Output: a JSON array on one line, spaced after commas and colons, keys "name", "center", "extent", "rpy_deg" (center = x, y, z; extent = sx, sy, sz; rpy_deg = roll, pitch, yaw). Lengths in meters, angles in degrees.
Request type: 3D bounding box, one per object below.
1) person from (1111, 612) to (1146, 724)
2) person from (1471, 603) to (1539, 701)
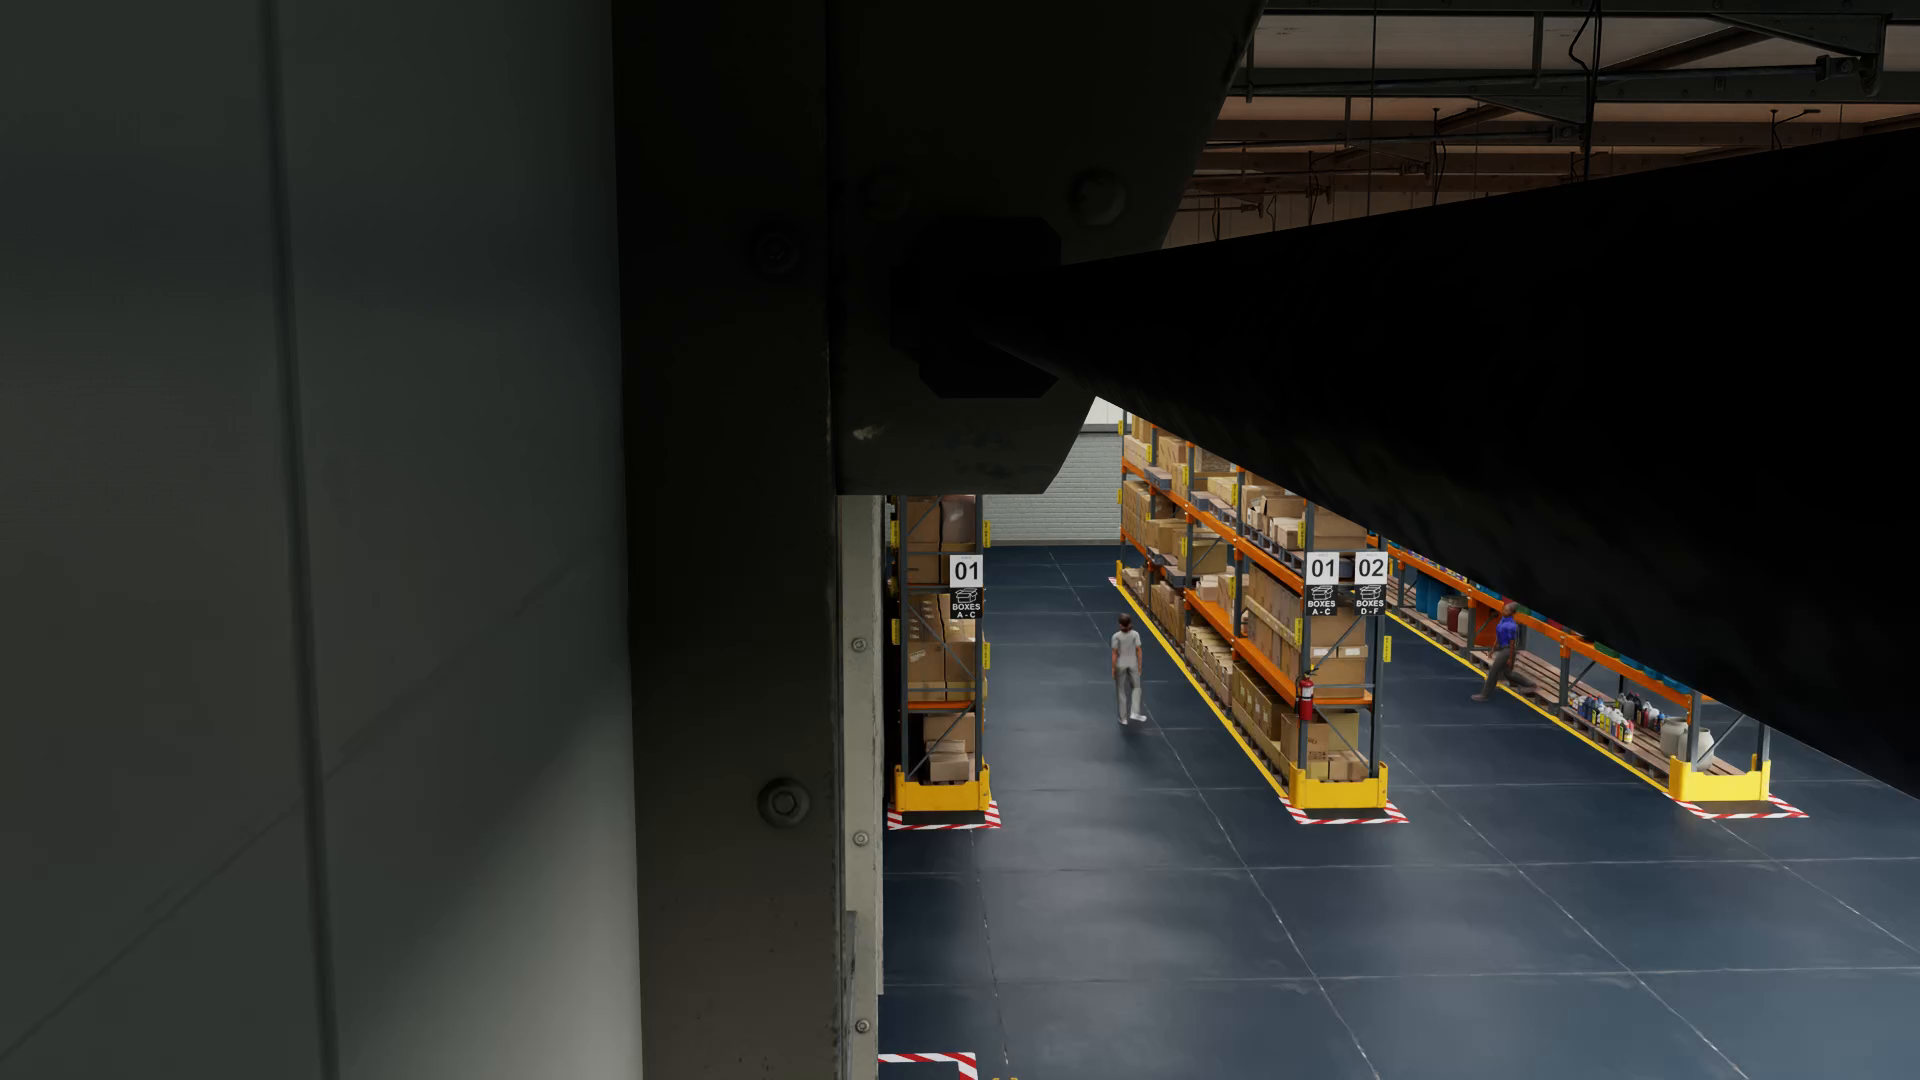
[{"name": "person", "center": [2.486, 1.904, 24.534], "extent": [0.513, 1.669, 0.498], "rpy_deg": [-1, 8, -7]}, {"name": "person", "center": [8.483, 1.745, 25.759], "extent": [1.034, 1.584, 0.448], "rpy_deg": [1, 9, 9]}]
